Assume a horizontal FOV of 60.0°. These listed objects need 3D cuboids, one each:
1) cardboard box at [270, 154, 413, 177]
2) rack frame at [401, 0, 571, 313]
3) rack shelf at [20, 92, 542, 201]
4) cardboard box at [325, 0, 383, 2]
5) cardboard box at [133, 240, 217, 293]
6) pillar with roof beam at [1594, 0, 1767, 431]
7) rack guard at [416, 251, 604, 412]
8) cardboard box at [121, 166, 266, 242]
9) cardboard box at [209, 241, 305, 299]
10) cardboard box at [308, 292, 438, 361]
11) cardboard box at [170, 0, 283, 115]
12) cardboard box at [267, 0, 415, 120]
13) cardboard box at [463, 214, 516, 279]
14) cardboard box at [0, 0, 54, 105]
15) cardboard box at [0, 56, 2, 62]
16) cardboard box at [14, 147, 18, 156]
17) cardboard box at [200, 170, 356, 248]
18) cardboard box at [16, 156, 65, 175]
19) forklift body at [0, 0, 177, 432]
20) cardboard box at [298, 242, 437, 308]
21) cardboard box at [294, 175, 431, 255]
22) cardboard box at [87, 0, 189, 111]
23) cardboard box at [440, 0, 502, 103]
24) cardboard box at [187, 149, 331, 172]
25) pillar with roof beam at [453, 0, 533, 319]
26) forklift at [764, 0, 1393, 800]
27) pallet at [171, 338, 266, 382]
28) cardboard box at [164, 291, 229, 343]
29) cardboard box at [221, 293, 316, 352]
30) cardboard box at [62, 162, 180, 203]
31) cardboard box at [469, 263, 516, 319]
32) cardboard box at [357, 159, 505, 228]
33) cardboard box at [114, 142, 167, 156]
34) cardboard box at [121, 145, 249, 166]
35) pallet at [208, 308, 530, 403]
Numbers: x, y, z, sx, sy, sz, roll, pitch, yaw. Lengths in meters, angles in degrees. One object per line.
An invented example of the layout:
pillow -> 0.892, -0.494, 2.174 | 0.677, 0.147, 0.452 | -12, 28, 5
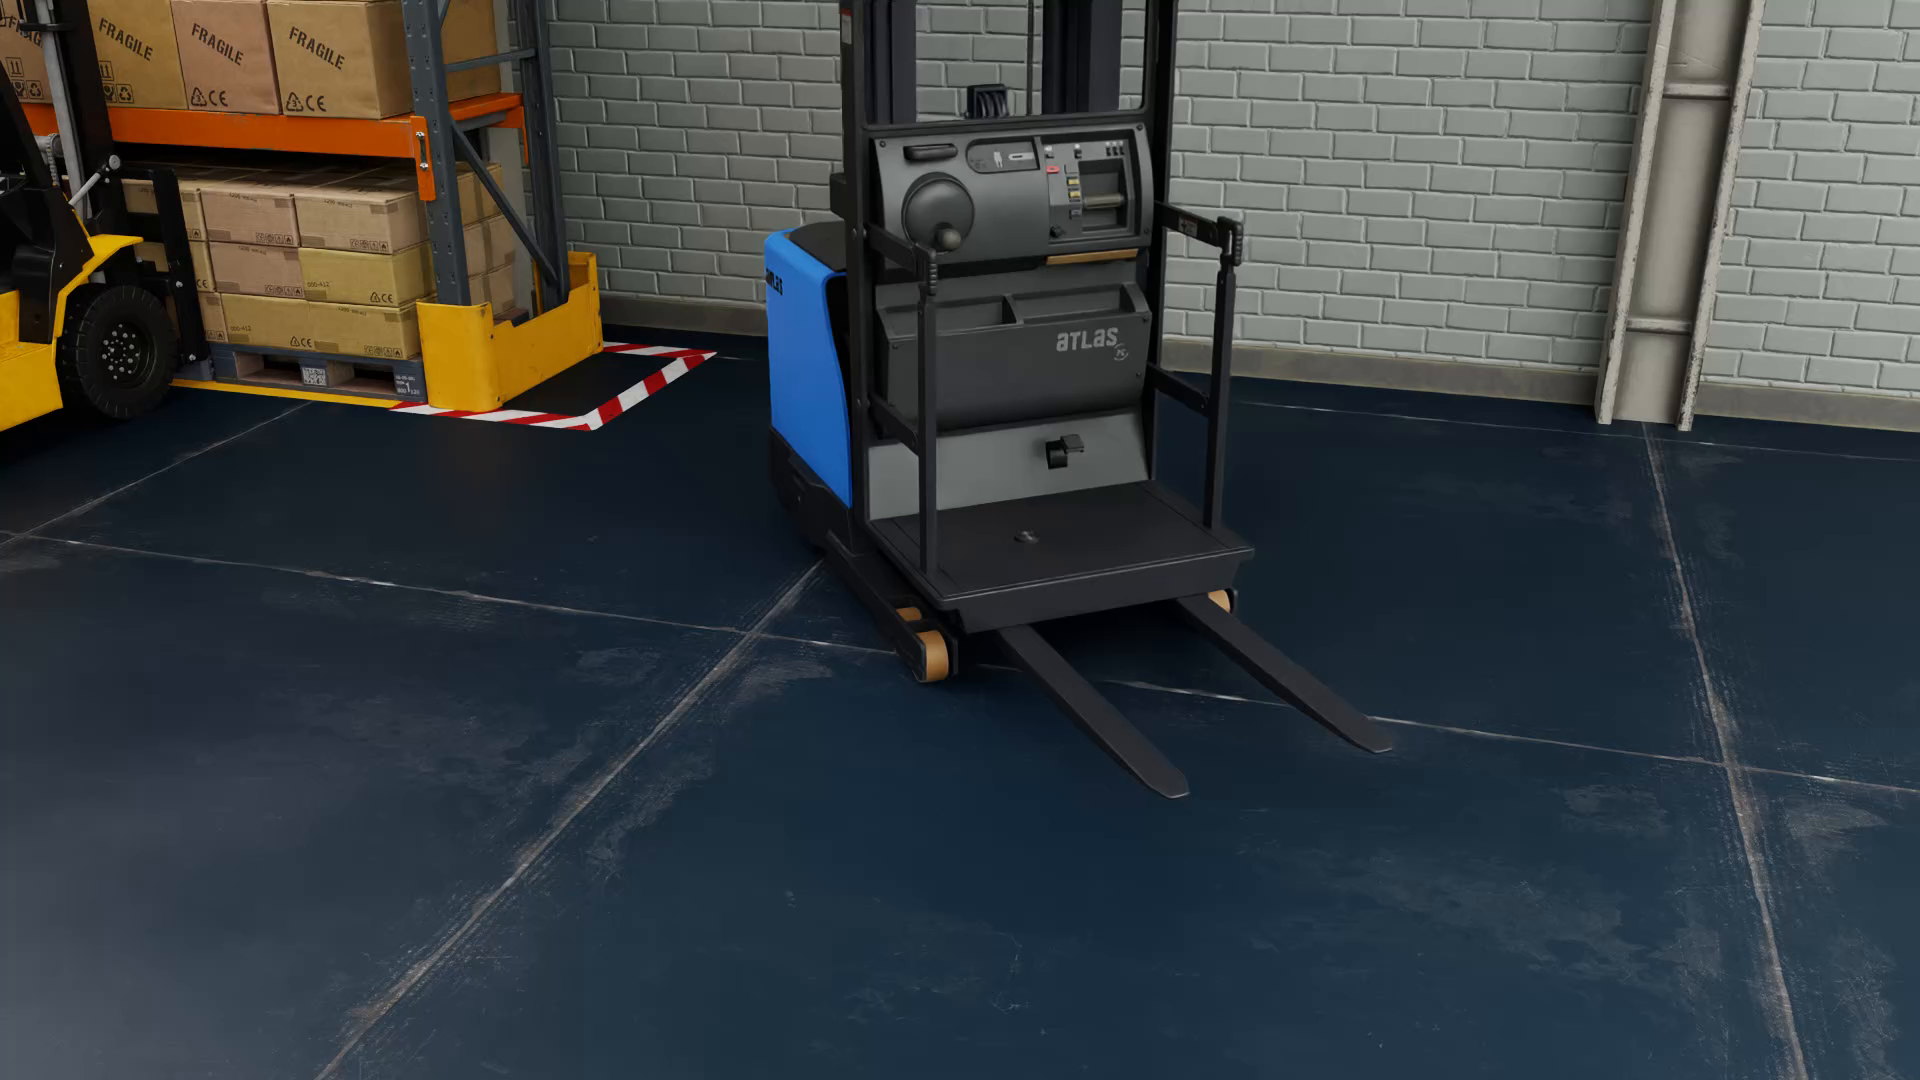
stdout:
cardboard box -> -3.090, -1.767, 8.377 | 0.500, 0.250, 0.500 | 7, 23, 16
rack frame -> -2.205, -2.207, 7.698 | 0.127, 3.000, 1.000 | 7, 23, 16
rack shelf -> -4.120, -2.094, 8.369 | 4.000, 0.370, 1.077 | 7, 23, 16
cardboard box -> -2.618, -2.490, 7.401 | 0.250, 0.149, 0.380 | 7, 23, 16
cardboard box -> -3.738, -1.408, 8.162 | 0.500, 0.250, 0.500 | 6, 23, 14
pillar with roof beam -> 1.890, -3.165, 2.128 | 0.400, 9.000, 9.100 | 7, 23, 16
rack guard -> -2.182, -1.048, 8.166 | 0.348, 0.500, 1.175 | 7, 23, 16
cardboard box -> -3.712, -1.635, 8.055 | 0.500, 0.250, 0.500 | 7, 23, 16
cardboard box -> -3.238, -1.359, 8.042 | 0.500, 0.250, 0.500 | 6, 23, 15
cardboard box -> -2.746, -1.066, 7.986 | 0.500, 0.250, 0.500 | 7, 23, 16
cardboard box -> -3.246, -2.272, 7.725 | 0.500, 0.500, 0.500 | 7, 23, 17
cardboard box -> -2.752, -2.212, 7.578 | 0.500, 0.500, 0.500 | 6, 23, 14
cardboard box -> -2.595, -1.488, 8.355 | 0.500, 0.250, 0.500 | 7, 23, 16
cardboard box -> -4.221, -2.379, 7.987 | 0.500, 0.500, 0.500 | 7, 23, 16
cardboard box -> -4.696, -2.442, 8.140 | 0.500, 0.500, 0.500 | 6, 23, 15
cardboard box -> -5.018, -1.997, 8.938 | 0.500, 0.250, 0.500 | 6, 23, 15
cardboard box -> -3.226, -1.583, 7.929 | 0.500, 0.250, 0.500 | 7, 23, 16
cardboard box -> -4.696, -1.753, 8.344 | 0.500, 0.250, 0.500 | 7, 23, 17
forklift body -> -4.547, -1.360, 6.750 | 1.214, 2.155, 2.313 | 7, 23, 16
cardboard box -> -2.761, -1.300, 7.899 | 0.500, 0.250, 0.500 | 6, 23, 15
cardboard box -> -2.736, -1.529, 7.798 | 0.500, 0.250, 0.500 | 7, 23, 17
cardboard box -> -3.737, -2.328, 7.862 | 0.500, 0.500, 0.500 | 6, 23, 14
cardboard box -> -2.599, -2.409, 8.058 | 0.500, 0.500, 0.500 | 7, 23, 17
cardboard box -> -3.565, -1.826, 8.520 | 0.500, 0.250, 0.500 | 6, 23, 15
pillar with roof beam -> -3.855, -3.822, 3.731 | 0.400, 9.000, 9.100 | 7, 23, 16
forklift -> 0.262, -1.090, 5.065 | 1.130, 2.935, 3.031 | -9, 24, -20
pallet -> -4.113, -1.120, 8.723 | 1.213, 0.211, 1.003 | 7, 23, 15
cardboard box -> -3.696, -1.182, 8.269 | 0.500, 0.250, 0.500 | 7, 23, 16
cardboard box -> -3.219, -1.124, 8.128 | 0.500, 0.250, 0.500 | 7, 23, 15
cardboard box -> -4.195, -1.693, 8.197 | 0.500, 0.250, 0.500 | 6, 23, 14
cardboard box -> -2.619, -1.254, 8.445 | 0.500, 0.250, 0.500 | 7, 23, 16
cardboard box -> -2.610, -1.713, 8.247 | 0.500, 0.250, 0.500 | 6, 23, 15
cardboard box -> -4.537, -1.936, 8.790 | 0.500, 0.250, 0.500 | 7, 23, 16
cardboard box -> -4.054, -1.884, 8.663 | 0.500, 0.250, 0.500 | 6, 23, 14
pallet -> -2.949, -0.986, 8.395 | 1.213, 0.211, 1.003 | 7, 23, 16
